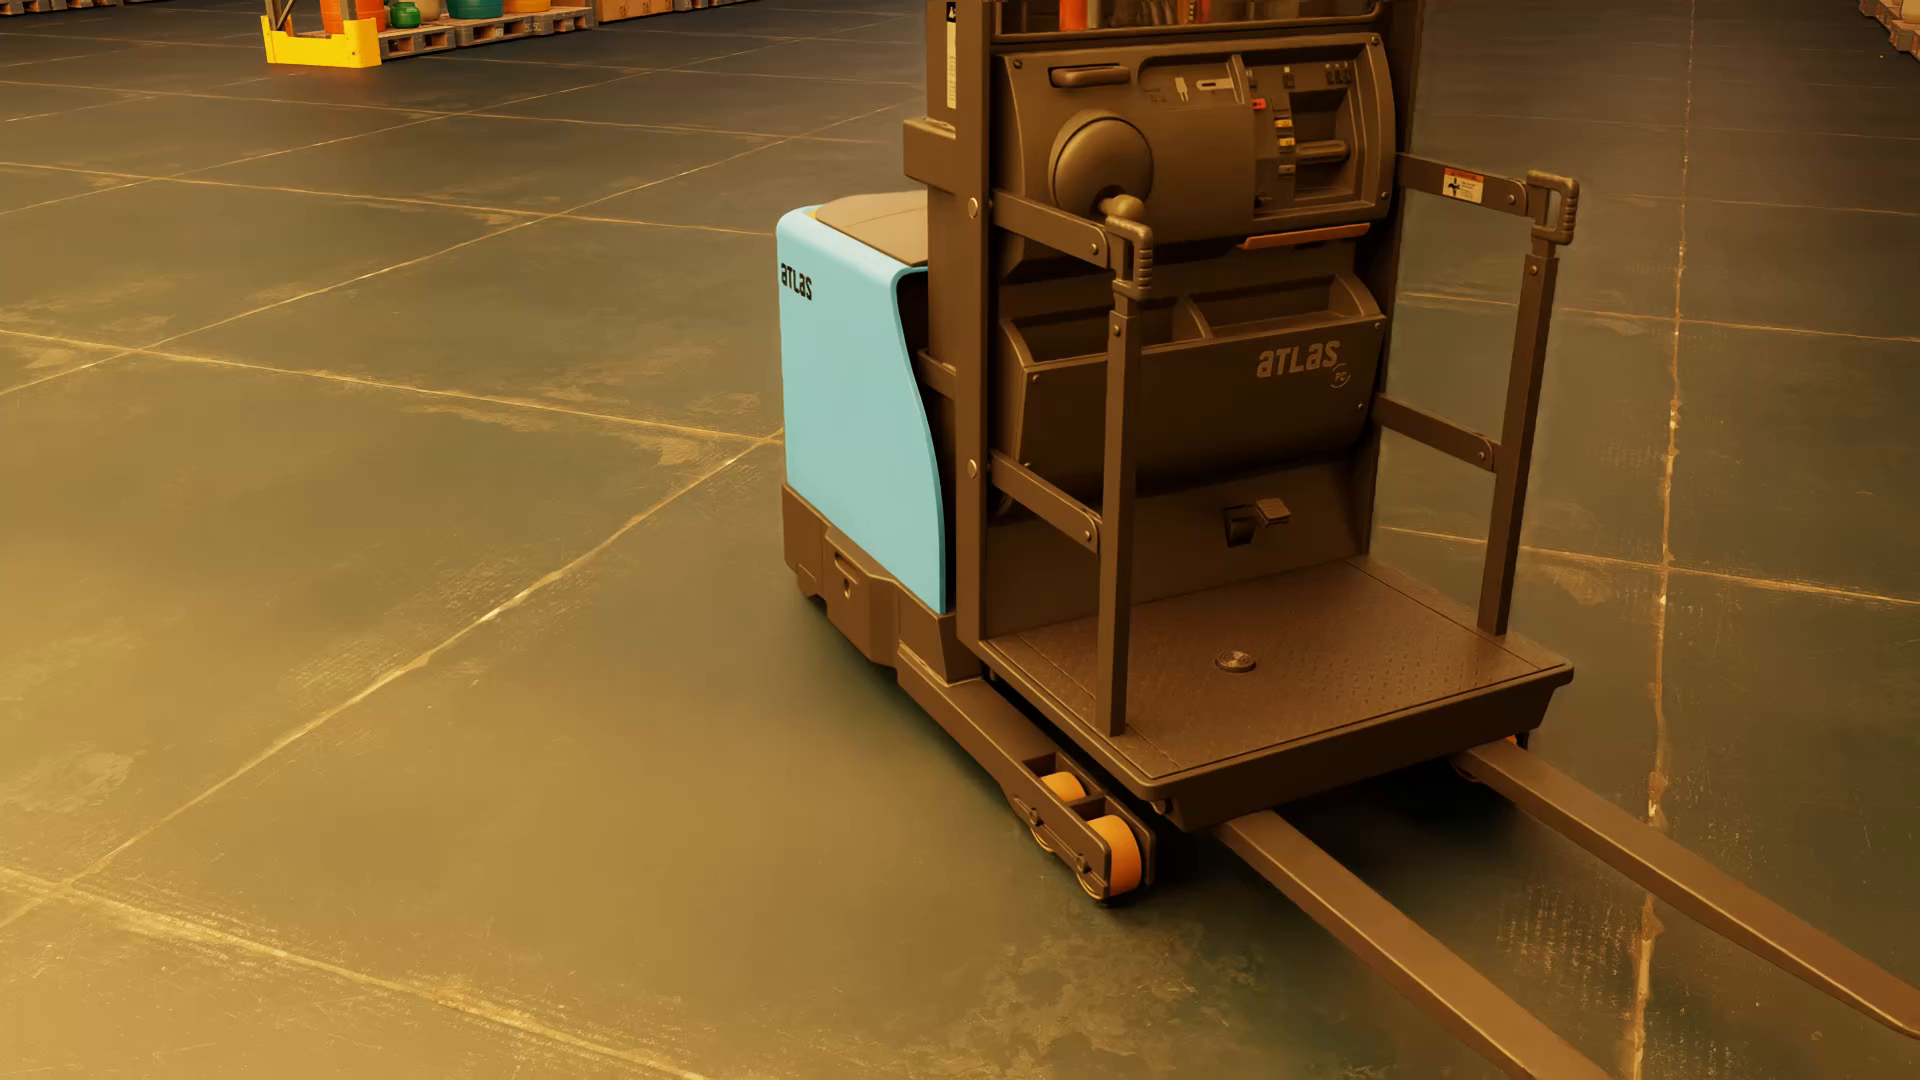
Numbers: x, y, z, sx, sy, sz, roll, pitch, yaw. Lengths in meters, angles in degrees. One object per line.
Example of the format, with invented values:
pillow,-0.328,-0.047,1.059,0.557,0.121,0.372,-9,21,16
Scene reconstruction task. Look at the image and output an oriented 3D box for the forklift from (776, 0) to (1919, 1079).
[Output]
forklift,0.613,-0.823,3.262,1.130,2.935,3.031,-11,25,-25
